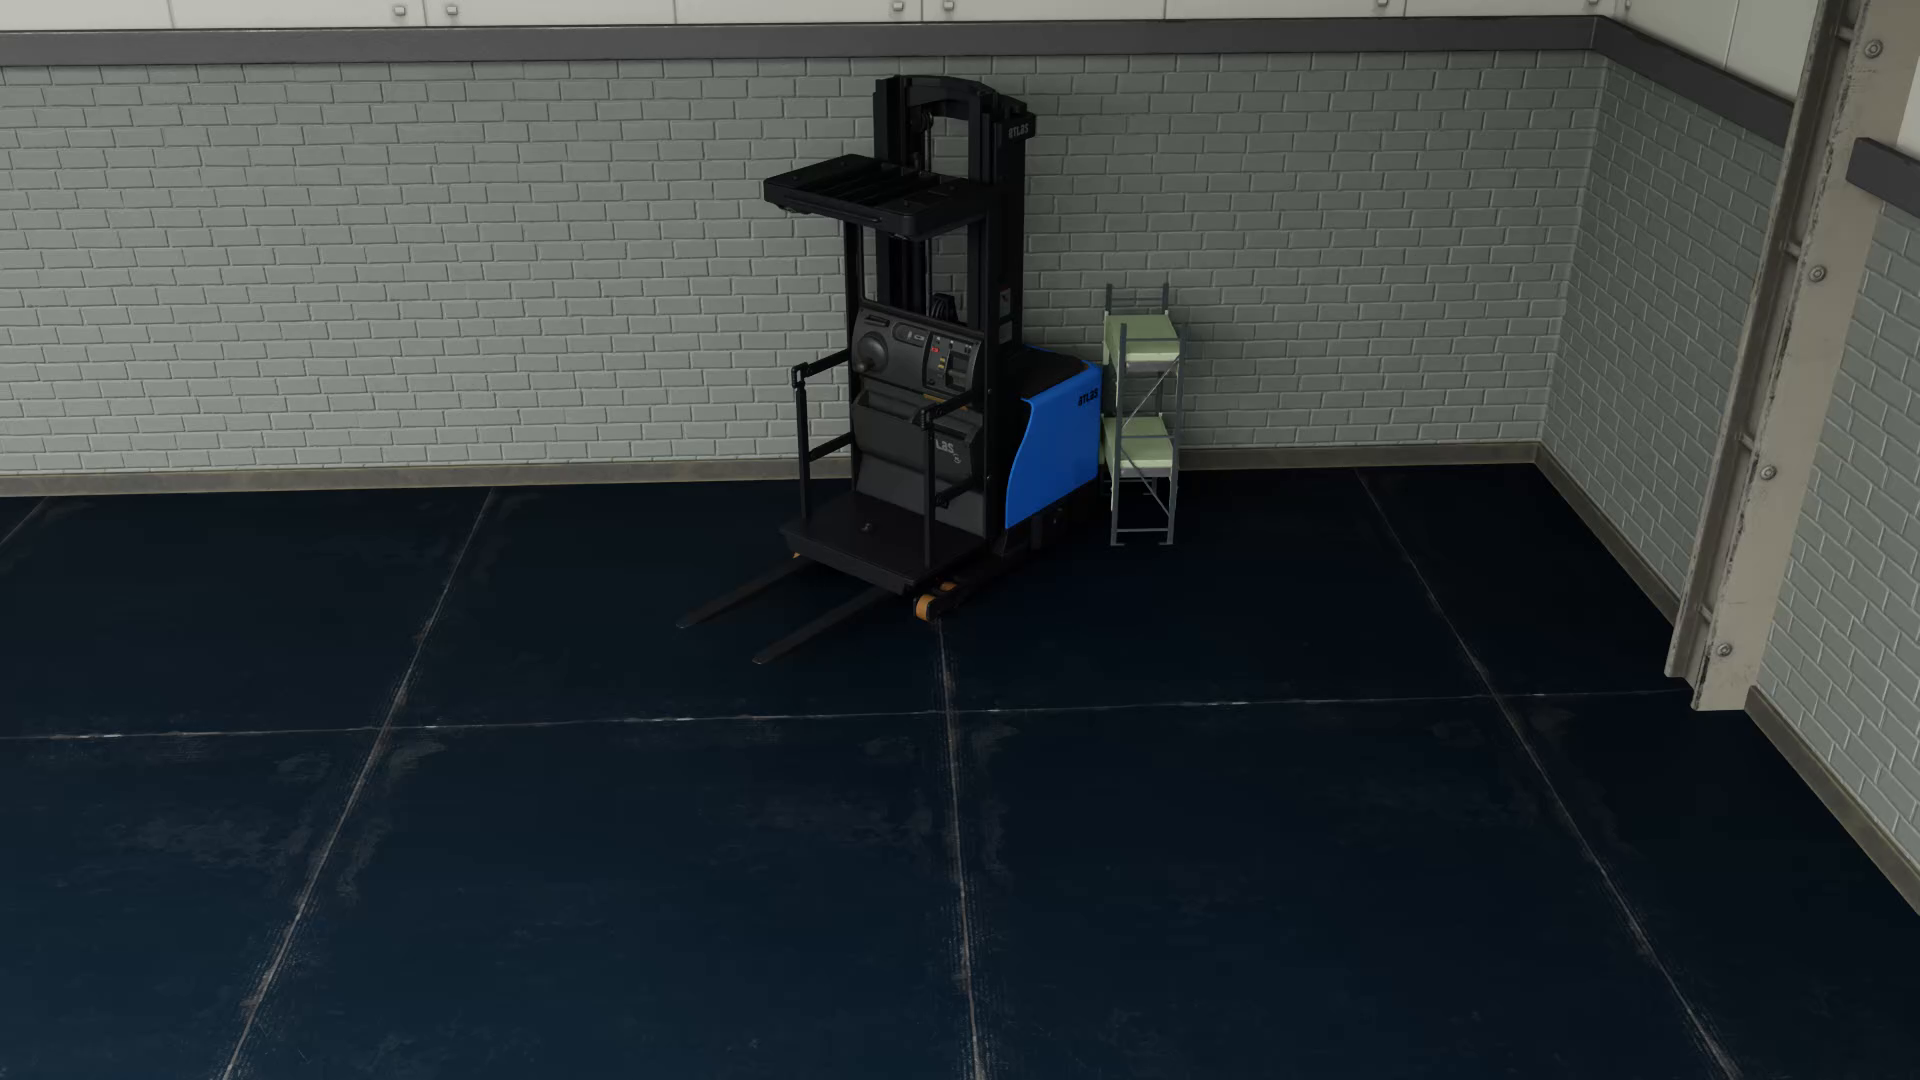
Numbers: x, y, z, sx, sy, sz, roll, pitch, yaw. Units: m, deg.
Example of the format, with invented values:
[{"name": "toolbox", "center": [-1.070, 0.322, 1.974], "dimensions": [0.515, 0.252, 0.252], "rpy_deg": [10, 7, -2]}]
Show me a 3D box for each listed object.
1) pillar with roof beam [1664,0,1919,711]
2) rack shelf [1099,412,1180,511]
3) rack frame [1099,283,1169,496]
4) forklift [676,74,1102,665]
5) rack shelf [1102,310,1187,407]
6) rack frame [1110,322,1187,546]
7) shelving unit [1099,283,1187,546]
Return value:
[{"name": "pillar with roof beam", "center": [-0.188, -3.059, 6.885], "dimensions": [9.100, 9.000, 0.400], "rpy_deg": [-1, 28, -3]}, {"name": "rack shelf", "center": [1.154, -0.518, 10.826], "dimensions": [0.431, 0.370, 0.720], "rpy_deg": [-1, 28, -2]}, {"name": "rack frame", "center": [1.139, -0.976, 10.999], "dimensions": [0.400, 1.500, 0.023], "rpy_deg": [-1, 28, -2]}, {"name": "forklift", "center": [-0.393, -1.074, 9.639], "dimensions": [1.130, 2.935, 3.031], "rpy_deg": [20, 34, 34]}, {"name": "rack shelf", "center": [1.153, -1.153, 10.494], "dimensions": [0.431, 0.370, 0.720], "rpy_deg": [-1, 28, -2]}, {"name": "rack frame", "center": [1.168, -0.638, 10.351], "dimensions": [0.400, 1.500, 0.023], "rpy_deg": [-1, 28, -2]}, {"name": "shelving unit", "center": [1.154, -0.807, 10.675], "dimensions": [0.431, 1.500, 0.755], "rpy_deg": [-1, 28, -2]}]
